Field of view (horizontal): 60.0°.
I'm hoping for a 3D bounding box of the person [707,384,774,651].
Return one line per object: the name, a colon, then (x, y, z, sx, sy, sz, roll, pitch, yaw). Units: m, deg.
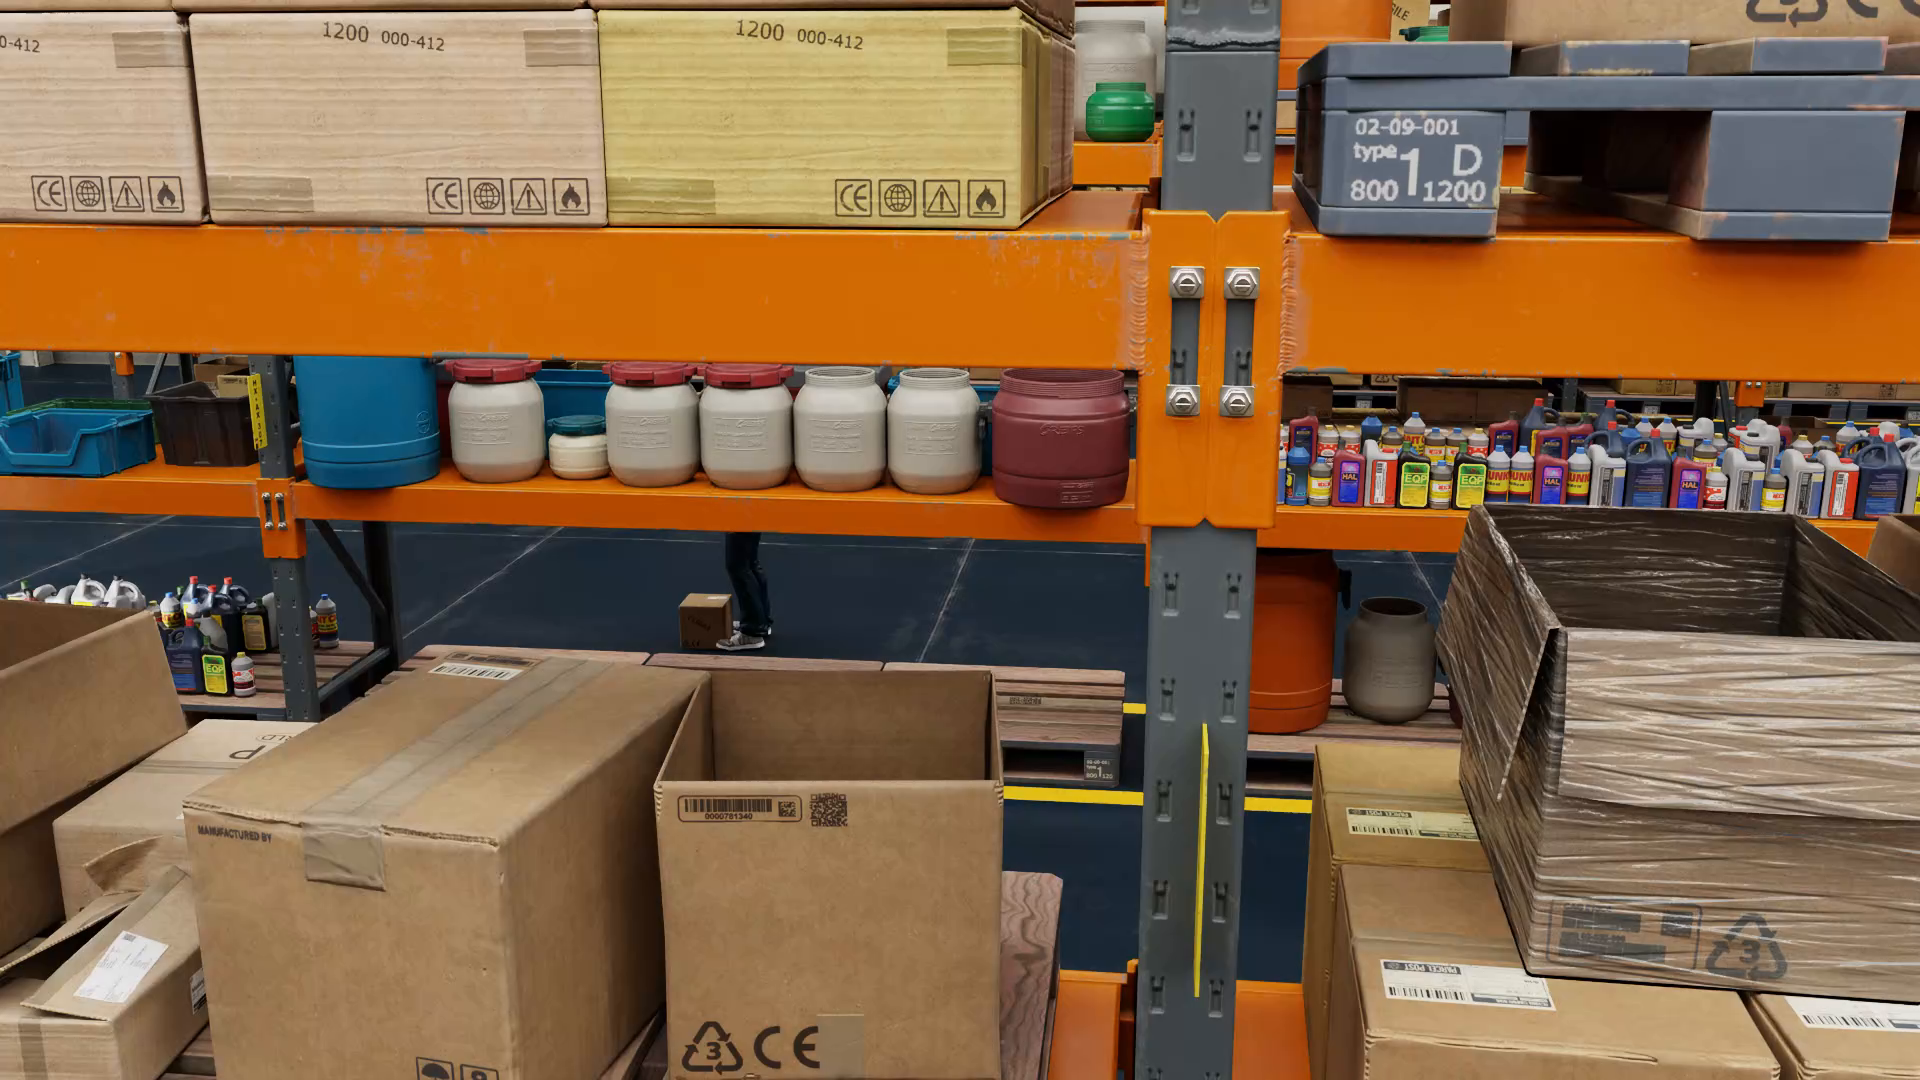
person: (-1.202, -0.185, 9.244, 0.344, 1.593, 0.463, 2, 15, 6)
